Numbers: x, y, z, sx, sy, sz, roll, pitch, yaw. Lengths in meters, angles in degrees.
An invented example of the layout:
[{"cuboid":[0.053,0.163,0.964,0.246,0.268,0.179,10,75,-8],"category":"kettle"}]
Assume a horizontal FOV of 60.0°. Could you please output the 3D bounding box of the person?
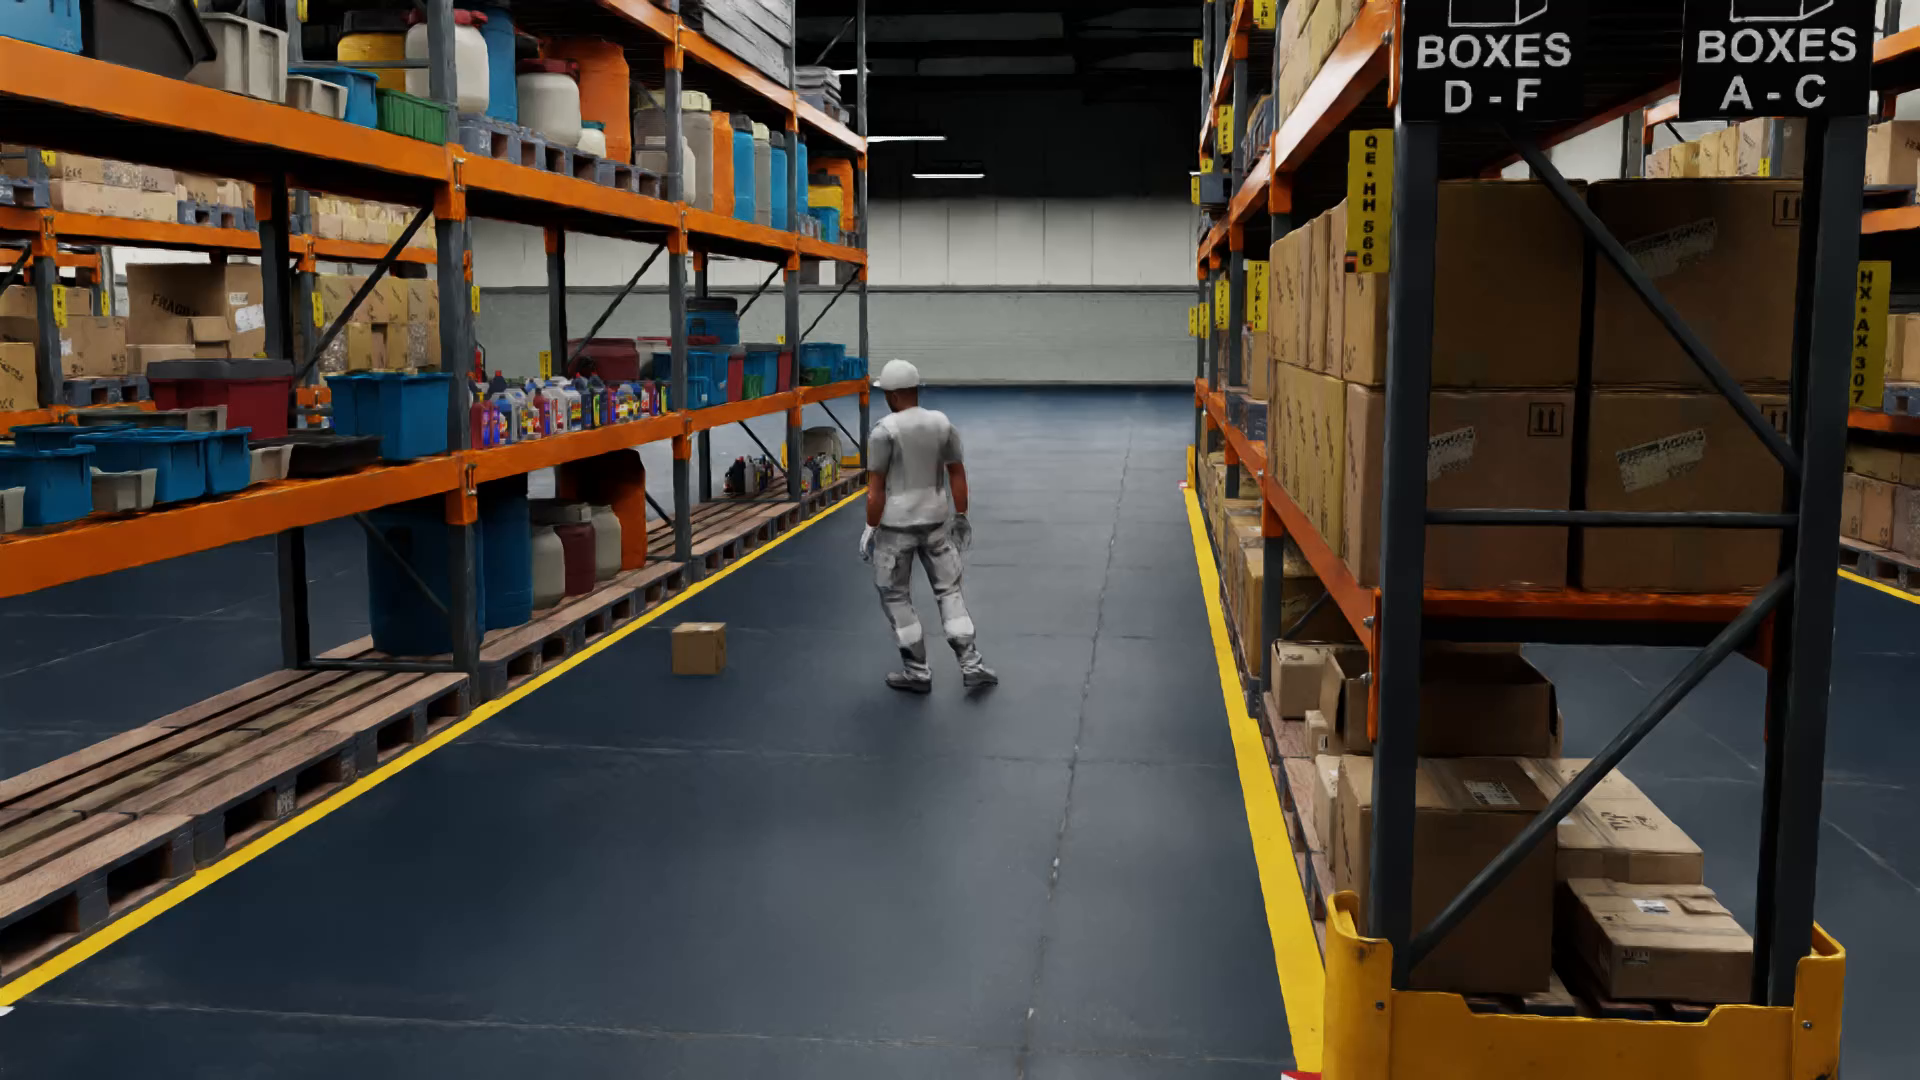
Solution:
[{"cuboid":[-0.158,-0.070,8.801,0.721,1.764,0.508,-4,8,-28],"category":"person"}]
